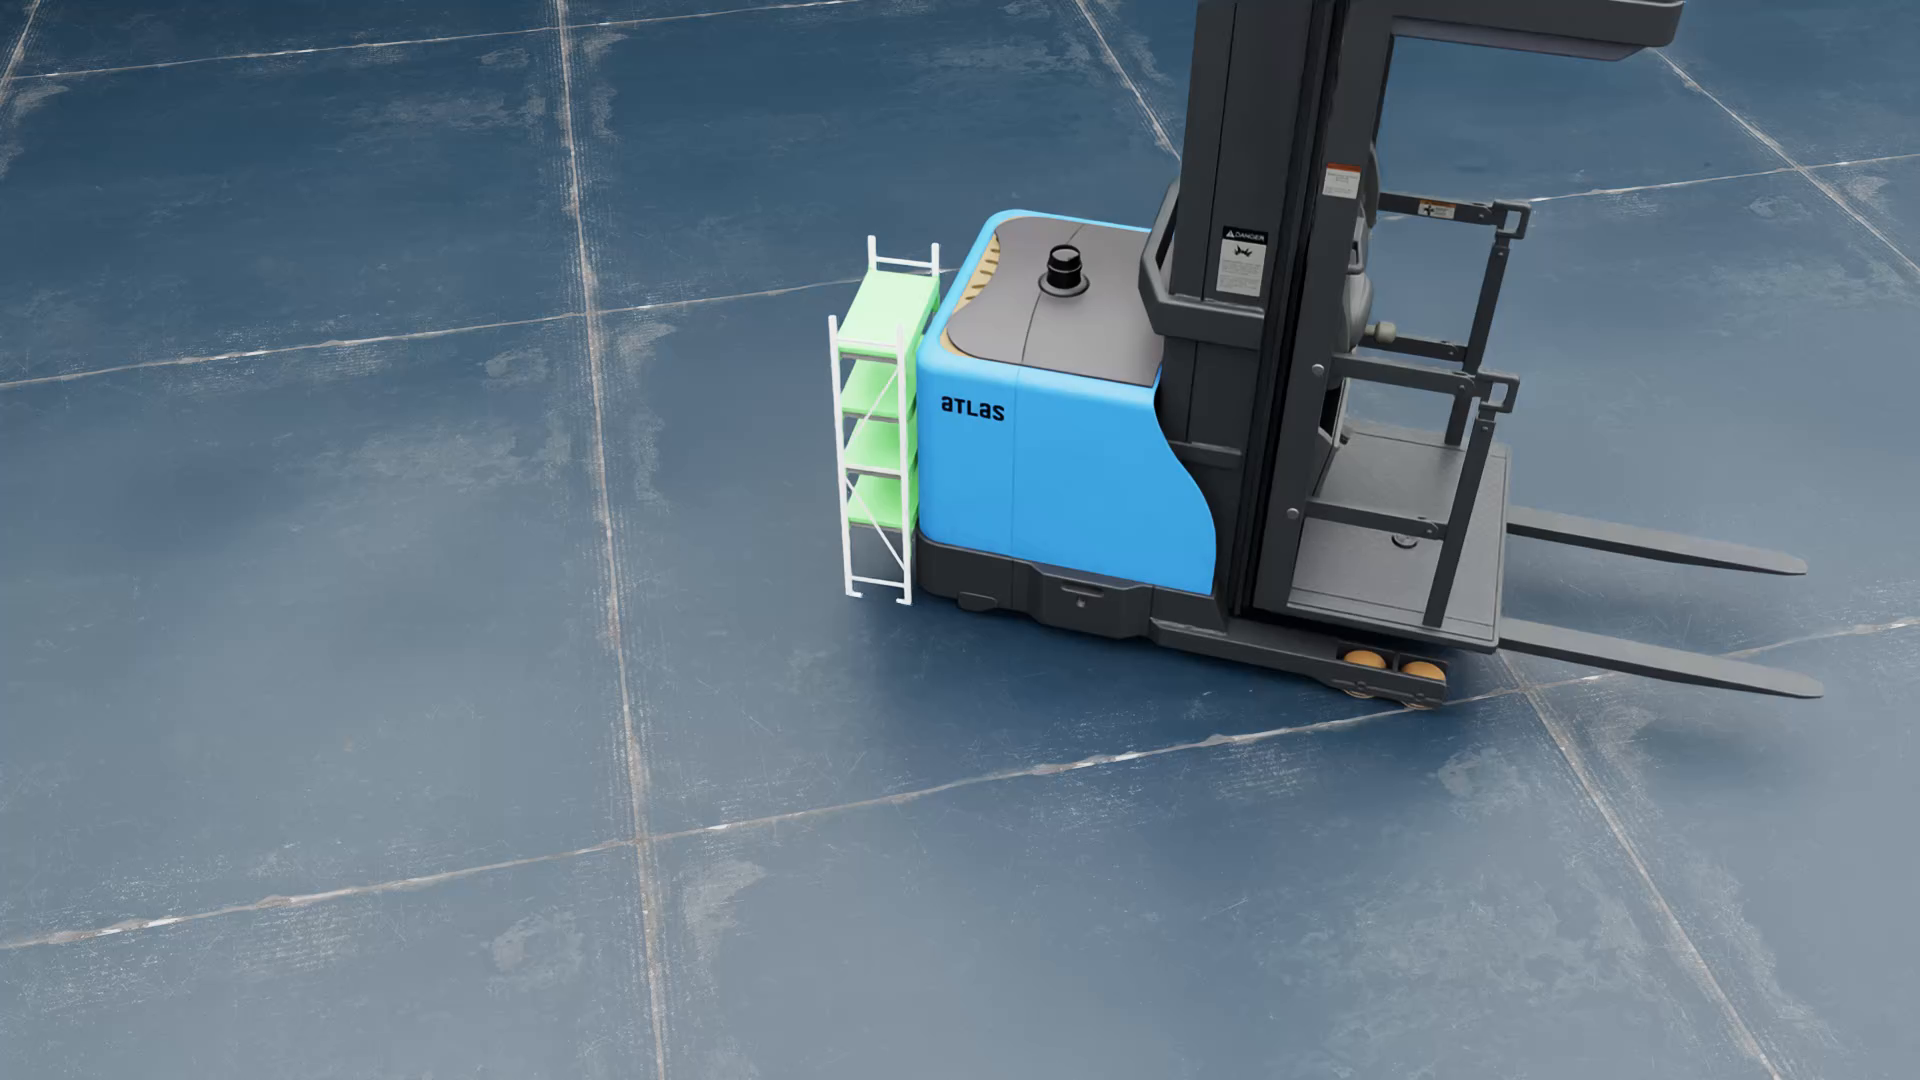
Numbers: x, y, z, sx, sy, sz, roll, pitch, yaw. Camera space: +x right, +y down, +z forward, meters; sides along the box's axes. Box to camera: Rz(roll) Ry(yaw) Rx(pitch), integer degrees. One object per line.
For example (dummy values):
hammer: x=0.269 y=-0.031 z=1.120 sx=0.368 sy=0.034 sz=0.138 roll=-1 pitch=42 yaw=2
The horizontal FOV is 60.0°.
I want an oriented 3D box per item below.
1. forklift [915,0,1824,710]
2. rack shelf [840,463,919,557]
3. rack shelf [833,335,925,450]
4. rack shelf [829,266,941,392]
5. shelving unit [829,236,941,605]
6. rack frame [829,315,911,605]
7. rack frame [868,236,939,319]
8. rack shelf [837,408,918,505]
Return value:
forklift: x=1.417 y=-0.919 z=5.077 sx=3.031 sy=2.935 sz=1.130 roll=11 pitch=43 yaw=12
rack shelf: x=-0.242 y=-0.168 z=5.994 sx=0.258 sy=0.148 sz=0.480 roll=8 pitch=42 yaw=9
rack shelf: x=-0.242 y=-0.527 z=5.675 sx=0.258 sy=0.148 sz=0.480 roll=8 pitch=42 yaw=9
rack shelf: x=-0.242 y=-0.707 z=5.516 sx=0.258 sy=0.148 sz=0.480 roll=8 pitch=42 yaw=9
shelving unit: x=-0.242 y=-0.396 z=5.792 sx=0.258 sy=1.200 sz=0.503 roll=8 pitch=42 yaw=9
rack frame: x=-0.294 y=-0.237 z=5.613 sx=0.240 sy=1.200 sz=0.015 roll=8 pitch=42 yaw=9
rack frame: x=-0.190 y=-0.554 z=5.970 sx=0.240 sy=1.200 sz=0.015 roll=8 pitch=42 yaw=9
rack shelf: x=-0.242 y=-0.348 z=5.834 sx=0.258 sy=0.148 sz=0.480 roll=8 pitch=42 yaw=9
